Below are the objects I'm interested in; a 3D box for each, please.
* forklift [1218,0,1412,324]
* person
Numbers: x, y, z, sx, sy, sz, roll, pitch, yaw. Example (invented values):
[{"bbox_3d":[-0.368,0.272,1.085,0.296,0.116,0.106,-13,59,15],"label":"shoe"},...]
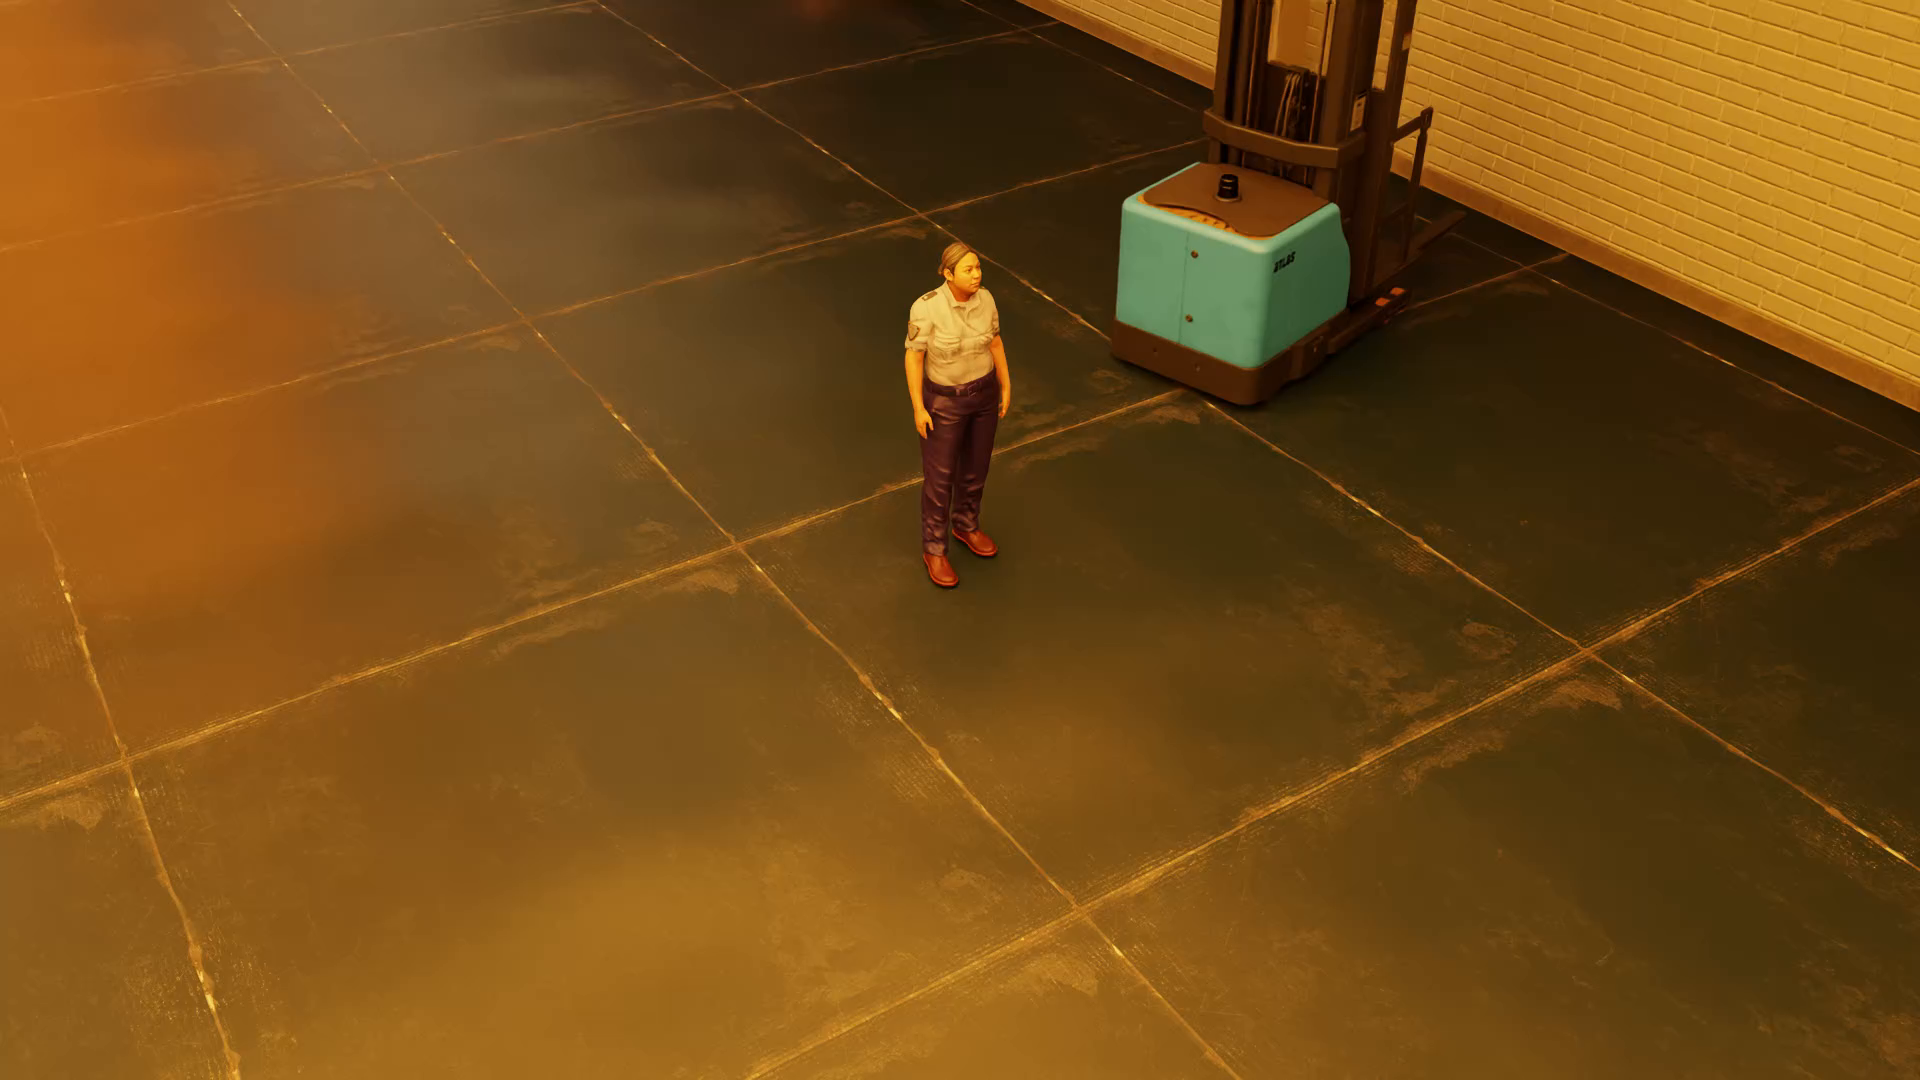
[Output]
[{"bbox_3d":[2.276,-2.753,10.066,1.121,2.935,3.031,26,43,32],"label":"forklift"},{"bbox_3d":[0.030,-0.630,8.148,0.599,1.650,0.503,-21,40,-27],"label":"person"}]
